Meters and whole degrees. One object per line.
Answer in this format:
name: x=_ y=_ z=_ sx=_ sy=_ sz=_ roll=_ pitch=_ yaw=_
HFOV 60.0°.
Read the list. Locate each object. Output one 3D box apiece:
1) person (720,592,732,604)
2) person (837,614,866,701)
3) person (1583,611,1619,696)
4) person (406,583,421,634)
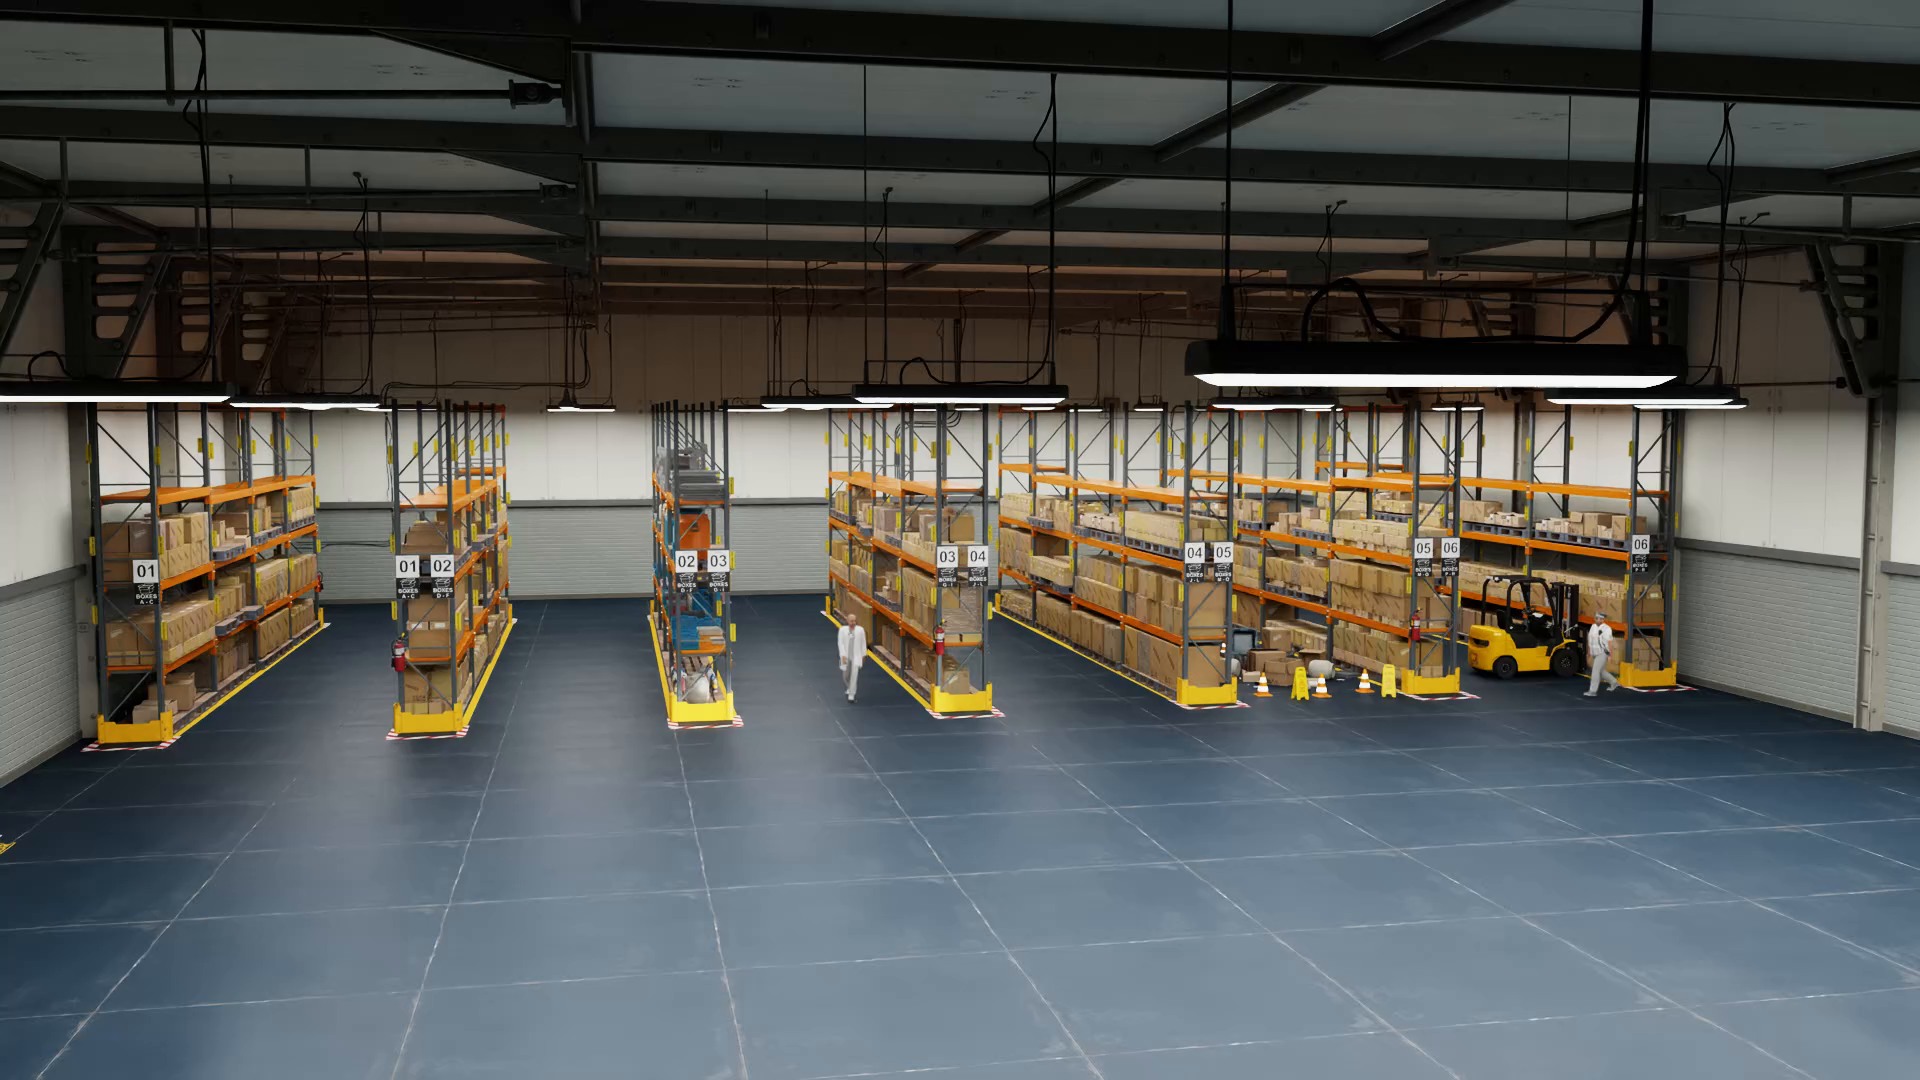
person: x=-7.206 y=1.108 z=50.282 sx=0.852 sy=1.639 sz=0.449 roll=2 pitch=5 yaw=26
person: x=-2.183 y=2.340 z=33.463 sx=0.568 sy=1.705 sz=1.164 roll=0 pitch=4 yaw=1
person: x=13.068 y=2.294 z=33.875 sx=0.986 sy=1.729 sz=0.556 roll=-1 pitch=5 yaw=-18
person: x=-13.889 y=1.618 z=42.587 sx=0.614 sy=1.776 sz=0.571 roll=-1 pitch=4 yaw=-9
